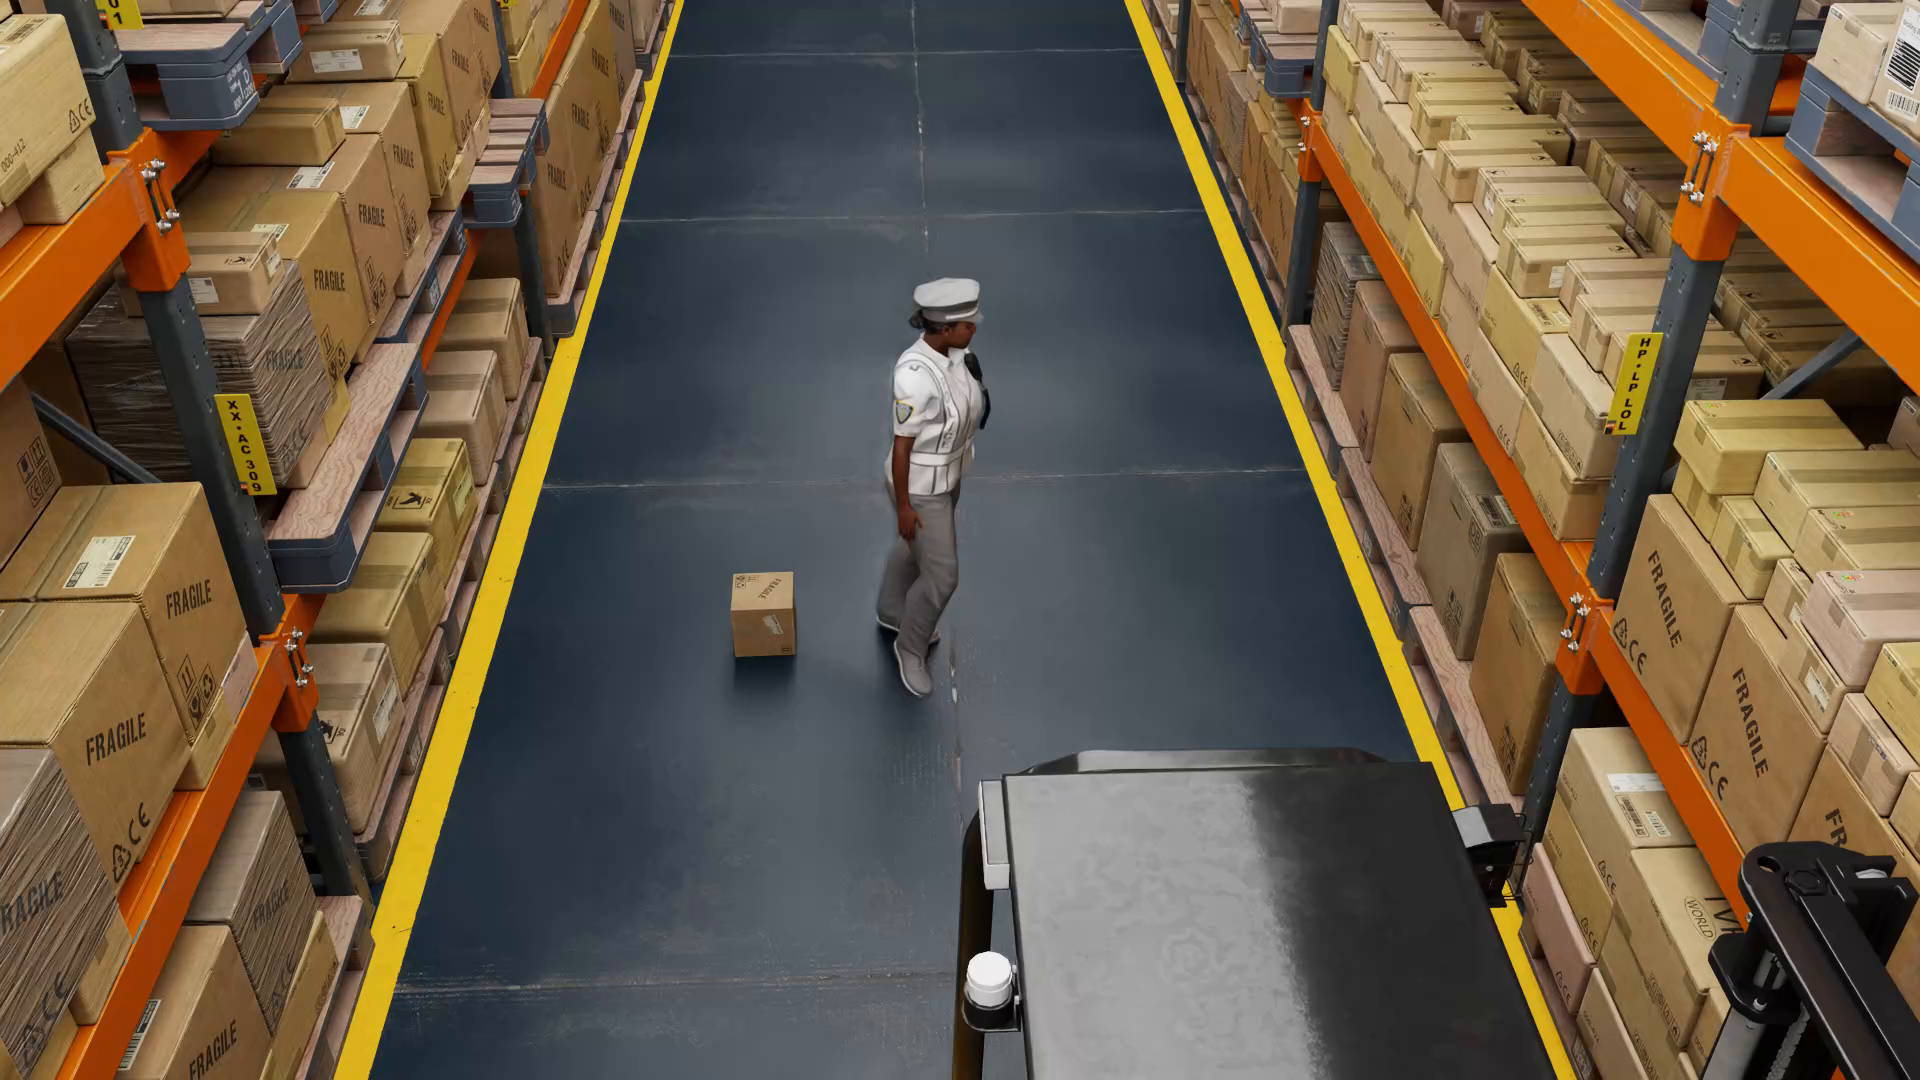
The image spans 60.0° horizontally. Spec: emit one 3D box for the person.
[{"bbox_3d":[-0.085,-0.501,6.264,0.313,0.995,0.515,14,38,19],"label":"person"}]
